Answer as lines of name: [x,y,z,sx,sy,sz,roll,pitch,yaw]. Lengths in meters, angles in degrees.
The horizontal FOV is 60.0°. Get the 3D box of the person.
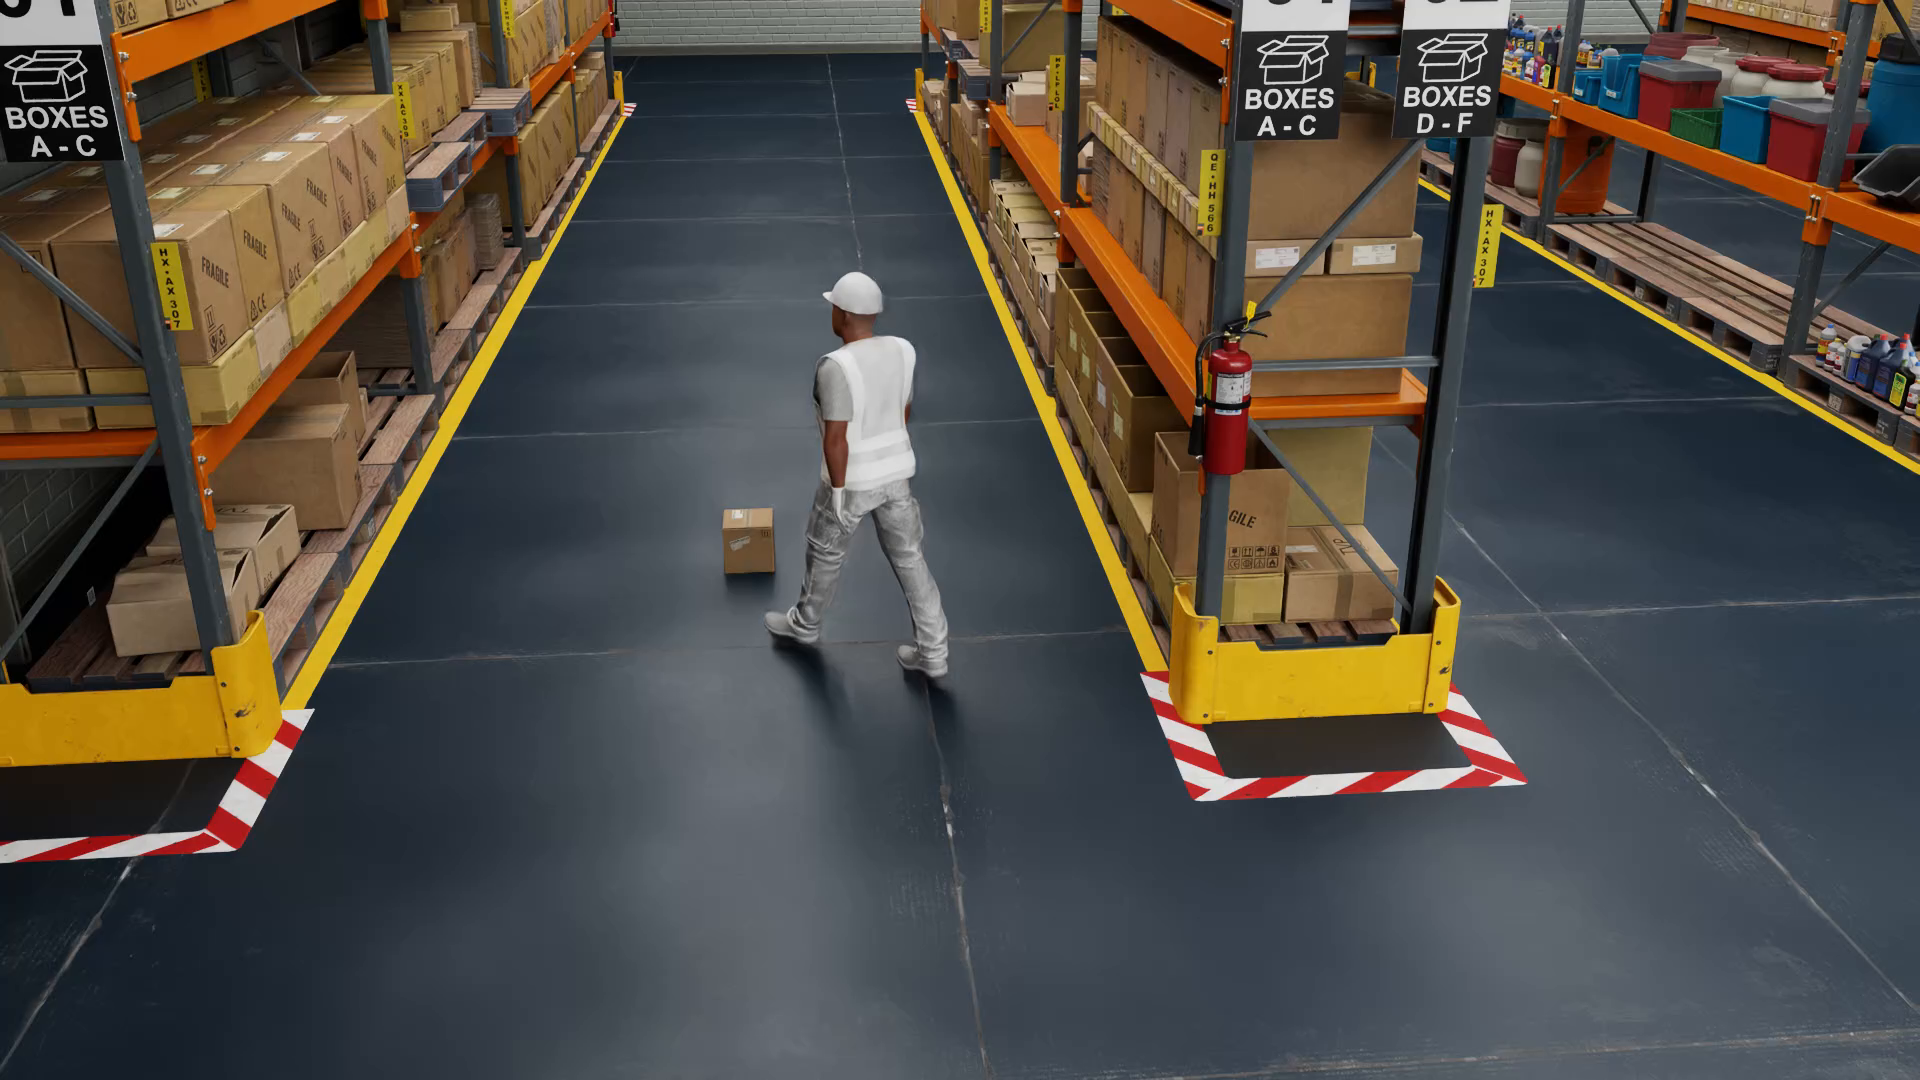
person: [-0.434,-0.302,7.223,0.558,1.731,0.977,-19,30,-37]
